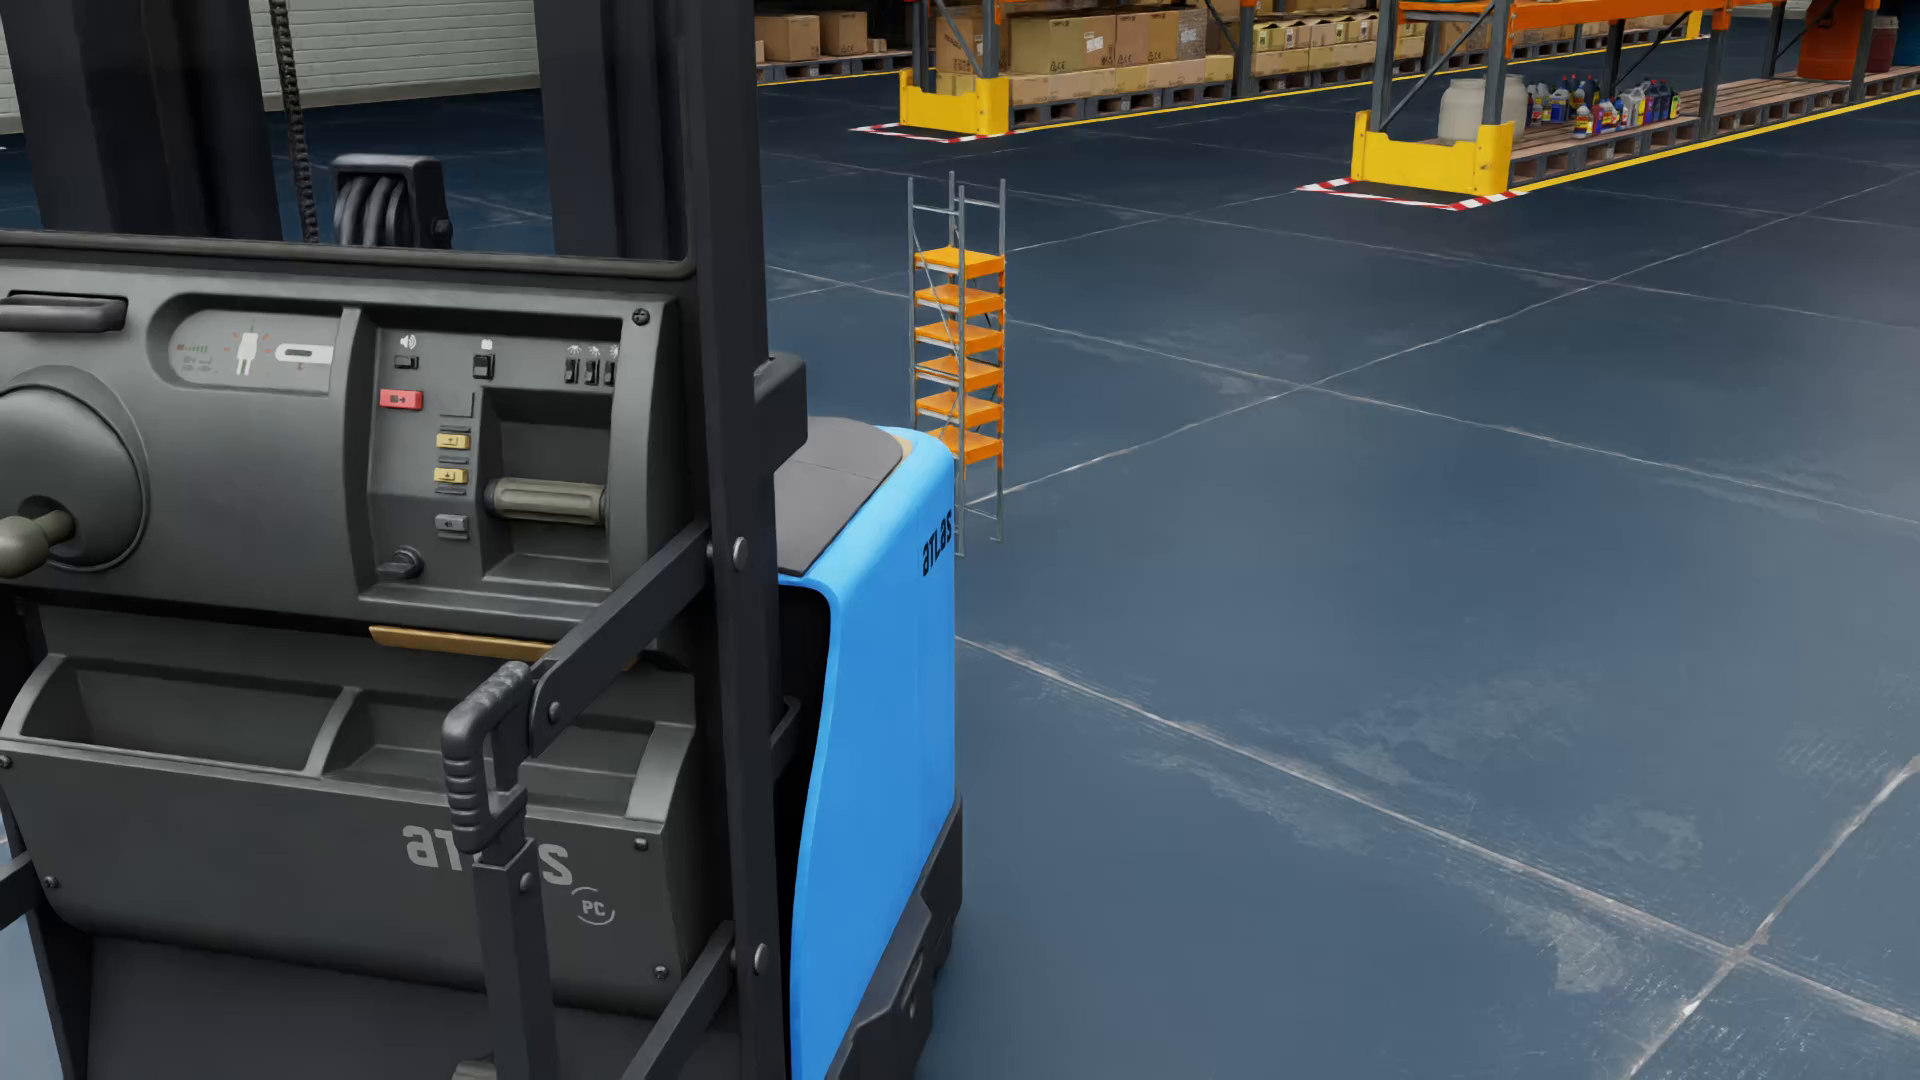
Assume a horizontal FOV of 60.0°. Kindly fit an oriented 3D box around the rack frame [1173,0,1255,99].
[{"bbox_3d":[2.745,-6.316,17.826,1.000,3.000,0.127,19,28,41],"label":"rack frame"}]

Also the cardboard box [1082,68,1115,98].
[{"bbox_3d":[1.183,-4.540,16.454,0.500,0.250,0.500,19,28,41],"label":"cardboard box"}]

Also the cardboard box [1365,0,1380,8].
[{"bbox_3d":[6.798,-9.335,28.580,0.700,0.500,0.500,19,28,40],"label":"cardboard box"}]

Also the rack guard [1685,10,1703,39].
[{"bbox_3d":[11.063,-8.214,26.249,1.175,0.500,0.348,19,28,41],"label":"rack guard"}]

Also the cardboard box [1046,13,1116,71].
[{"bbox_3d":[1.175,-4.893,16.327,0.500,0.500,0.500,19,28,41],"label":"cardboard box"}]

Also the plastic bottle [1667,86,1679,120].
[{"bbox_3d":[6.192,-3.807,14.470,0.133,0.283,0.061,-18,28,-39],"label":"plastic bottle"}]

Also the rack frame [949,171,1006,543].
[{"bbox_3d":[0.054,-0.580,5.411,0.240,1.200,0.006,19,28,41],"label":"rack frame"}]

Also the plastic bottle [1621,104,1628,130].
[{"bbox_3d":[5.510,-3.527,13.856,0.097,0.201,0.097,0,21,0],"label":"plastic bottle"}]

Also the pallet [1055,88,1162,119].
[{"bbox_3d":[1.309,-4.505,17.002,1.003,0.211,1.213,19,28,41],"label":"pallet"}]

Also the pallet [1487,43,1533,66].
[{"bbox_3d":[6.934,-6.537,22.288,1.003,0.211,1.213,19,28,41],"label":"pallet"}]

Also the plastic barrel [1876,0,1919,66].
[{"bbox_3d":[10.986,-6.031,19.424,0.600,0.901,0.708,19,28,41],"label":"plastic barrel"}]

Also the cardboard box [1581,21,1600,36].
[{"bbox_3d":[8.773,-7.377,23.720,0.500,0.311,0.500,19,28,41],"label":"cardboard box"}]

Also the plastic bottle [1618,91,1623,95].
[{"bbox_3d":[5.598,-3.662,14.094,0.061,0.283,0.133,19,28,41],"label":"plastic bottle"}]

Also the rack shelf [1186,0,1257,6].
[{"bbox_3d":[4.140,-6.494,19.293,1.077,0.370,4.000,19,28,41],"label":"rack shelf"}]

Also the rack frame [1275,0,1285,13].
[{"bbox_3d":[4.774,-9.611,26.400,1.000,3.000,0.127,19,28,41],"label":"rack frame"}]

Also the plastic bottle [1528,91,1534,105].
[{"bbox_3d":[4.760,-3.657,14.090,0.152,0.276,0.135,18,28,39],"label":"plastic bottle"}]

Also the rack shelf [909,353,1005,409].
[{"bbox_3d":[-0.010,-0.515,5.366,0.258,0.103,0.180,19,28,41],"label":"rack shelf"}]

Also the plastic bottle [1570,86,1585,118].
[{"bbox_3d":[5.416,-3.836,14.564,0.097,0.271,0.097,0,21,0],"label":"plastic bottle"}]

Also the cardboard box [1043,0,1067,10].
[{"bbox_3d":[1.076,-7.320,23.310,0.700,0.500,0.500,19,28,41],"label":"cardboard box"}]

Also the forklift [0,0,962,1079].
[{"bbox_3d":[-0.833,-0.100,1.750,1.130,2.935,3.031,5,22,12],"label":"forklift"}]

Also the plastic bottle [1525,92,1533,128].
[{"bbox_3d":[4.740,-3.598,13.927,0.061,0.283,0.133,19,28,41],"label":"plastic bottle"}]

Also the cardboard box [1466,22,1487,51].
[{"bbox_3d":[6.418,-6.564,21.343,0.500,0.500,0.500,18,27,39],"label":"cardboard box"}]

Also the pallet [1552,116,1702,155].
[{"bbox_3d":[5.793,-3.612,14.677,1.003,0.211,1.213,19,28,41],"label":"pallet"}]

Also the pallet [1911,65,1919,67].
[{"bbox_3d":[11.304,-5.642,19.960,1.003,0.211,1.213,19,28,41],"label":"pallet"}]

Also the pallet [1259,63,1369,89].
[{"bbox_3d":[4.082,-5.529,19.665,1.003,0.211,1.213,19,28,41],"label":"pallet"}]

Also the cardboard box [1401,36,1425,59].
[{"bbox_3d":[5.343,-6.061,20.409,0.500,0.250,0.500,-19,28,-41],"label":"cardboard box"}]

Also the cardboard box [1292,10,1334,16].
[{"bbox_3d":[4.241,-6.190,19.963,0.500,0.311,0.500,18,28,39],"label":"cardboard box"}]

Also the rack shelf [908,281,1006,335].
[{"bbox_3d":[-0.010,-0.739,5.279,0.258,0.103,0.180,19,28,41],"label":"rack shelf"}]

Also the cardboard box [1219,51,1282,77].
[{"bbox_3d":[3.203,-5.270,18.353,0.500,0.250,0.500,18,28,39],"label":"cardboard box"}]

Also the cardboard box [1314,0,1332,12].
[{"bbox_3d":[5.722,-8.936,27.540,0.700,0.500,0.500,19,28,40],"label":"cardboard box"}]

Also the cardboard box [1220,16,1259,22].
[{"bbox_3d":[3.180,-5.802,18.953,0.500,0.311,0.500,-19,28,-41],"label":"cardboard box"}]

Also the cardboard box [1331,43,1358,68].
[{"bbox_3d":[4.276,-5.666,19.382,0.500,0.250,0.500,-20,28,-41],"label":"cardboard box"}]

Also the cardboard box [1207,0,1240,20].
[{"bbox_3d":[3.795,-8.375,25.594,0.750,0.750,0.750,-19,28,-40],"label":"cardboard box"}]

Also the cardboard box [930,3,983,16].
[{"bbox_3d":[0.019,-6.932,22.300,0.700,0.500,0.500,19,28,40],"label":"cardboard box"}]

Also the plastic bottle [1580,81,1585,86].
[{"bbox_3d":[5.549,-3.947,14.846,0.135,0.276,0.152,-19,28,-40],"label":"plastic bottle"}]

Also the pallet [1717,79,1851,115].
[{"bbox_3d":[8.513,-4.613,17.281,1.003,0.211,1.213,19,28,41],"label":"pallet"}]

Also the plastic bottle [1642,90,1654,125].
[{"bbox_3d":[5.830,-3.674,14.124,0.133,0.283,0.061,-18,27,-39],"label":"plastic bottle"}]

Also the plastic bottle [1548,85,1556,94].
[{"bbox_3d":[5.154,-3.829,14.528,0.133,0.283,0.061,-19,28,-40],"label":"plastic bottle"}]

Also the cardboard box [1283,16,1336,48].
[{"bbox_3d":[3.924,-5.795,18.936,0.500,0.311,0.500,18,27,39],"label":"cardboard box"}]

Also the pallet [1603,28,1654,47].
[{"bbox_3d":[9.656,-7.562,24.955,1.003,0.211,1.213,19,28,41],"label":"pallet"}]

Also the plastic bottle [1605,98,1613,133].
[{"bbox_3d":[5.297,-3.481,13.640,0.097,0.271,0.097,0,21,0],"label":"plastic bottle"}]

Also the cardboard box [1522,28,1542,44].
[{"bbox_3d":[7.485,-6.959,22.369,0.500,0.500,0.500,20,29,41],"label":"cardboard box"}]

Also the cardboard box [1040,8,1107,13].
[{"bbox_3d":[1.152,-5.152,16.999,0.500,0.500,0.500,19,28,41],"label":"cardboard box"}]

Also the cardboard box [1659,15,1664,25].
[{"bbox_3d":[10.566,-8.001,25.545,0.380,0.166,0.250,19,28,41],"label":"cardboard box"}]

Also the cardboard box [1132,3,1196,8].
[{"bbox_3d":[2.197,-5.538,18.004,0.500,0.500,0.500,19,28,41],"label":"cardboard box"}]

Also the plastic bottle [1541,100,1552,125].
[{"bbox_3d":[4.990,-3.646,14.168,0.097,0.201,0.097,0,21,0],"label":"plastic bottle"}]

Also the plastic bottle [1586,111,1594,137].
[{"bbox_3d":[5.061,-3.361,13.425,0.097,0.201,0.097,0,21,0],"label":"plastic bottle"}]

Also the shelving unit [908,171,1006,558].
[{"bbox_3d":[-0.010,-0.556,5.350,0.258,1.200,0.189,19,28,41],"label":"shelving unit"}]

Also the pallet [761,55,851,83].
[{"bbox_3d":[-2.102,-5.757,20.258,1.003,0.211,1.213,19,28,41],"label":"pallet"}]

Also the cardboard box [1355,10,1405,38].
[{"bbox_3d":[4.988,-6.187,19.956,0.500,0.311,0.500,19,28,40],"label":"cardboard box"}]

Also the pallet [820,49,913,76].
[{"bbox_3d":[-1.250,-6.072,21.078,1.003,0.211,1.213,19,28,41],"label":"pallet"}]

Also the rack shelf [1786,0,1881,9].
[{"bbox_3d":[10.477,-6.282,18.740,1.077,0.370,4.000,19,28,41],"label":"rack shelf"}]

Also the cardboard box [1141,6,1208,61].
[{"bbox_3d":[2.220,-5.279,17.331,0.500,0.500,0.500,19,28,41],"label":"cardboard box"}]

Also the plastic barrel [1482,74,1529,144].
[{"bbox_3d":[4.255,-3.399,13.119,0.421,0.512,0.421,0,21,0],"label":"plastic barrel"}]

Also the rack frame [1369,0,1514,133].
[{"bbox_3d":[3.500,-4.047,11.923,1.000,3.000,0.127,19,28,41],"label":"rack frame"}]

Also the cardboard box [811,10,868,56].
[{"bbox_3d":[-1.503,-6.317,20.699,0.500,0.500,0.500,17,27,37],"label":"cardboard box"}]

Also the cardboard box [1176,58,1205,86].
[{"bbox_3d":[2.222,-4.929,17.464,0.500,0.250,0.500,19,28,41],"label":"cardboard box"}]

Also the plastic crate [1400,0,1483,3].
[{"bbox_3d":[3.635,-4.181,12.480,0.499,0.251,0.616,19,28,41],"label":"plastic crate"}]

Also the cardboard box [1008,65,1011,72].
[{"bbox_3d":[0.457,-4.544,16.462,0.500,0.250,0.500,19,28,41],"label":"cardboard box"}]
